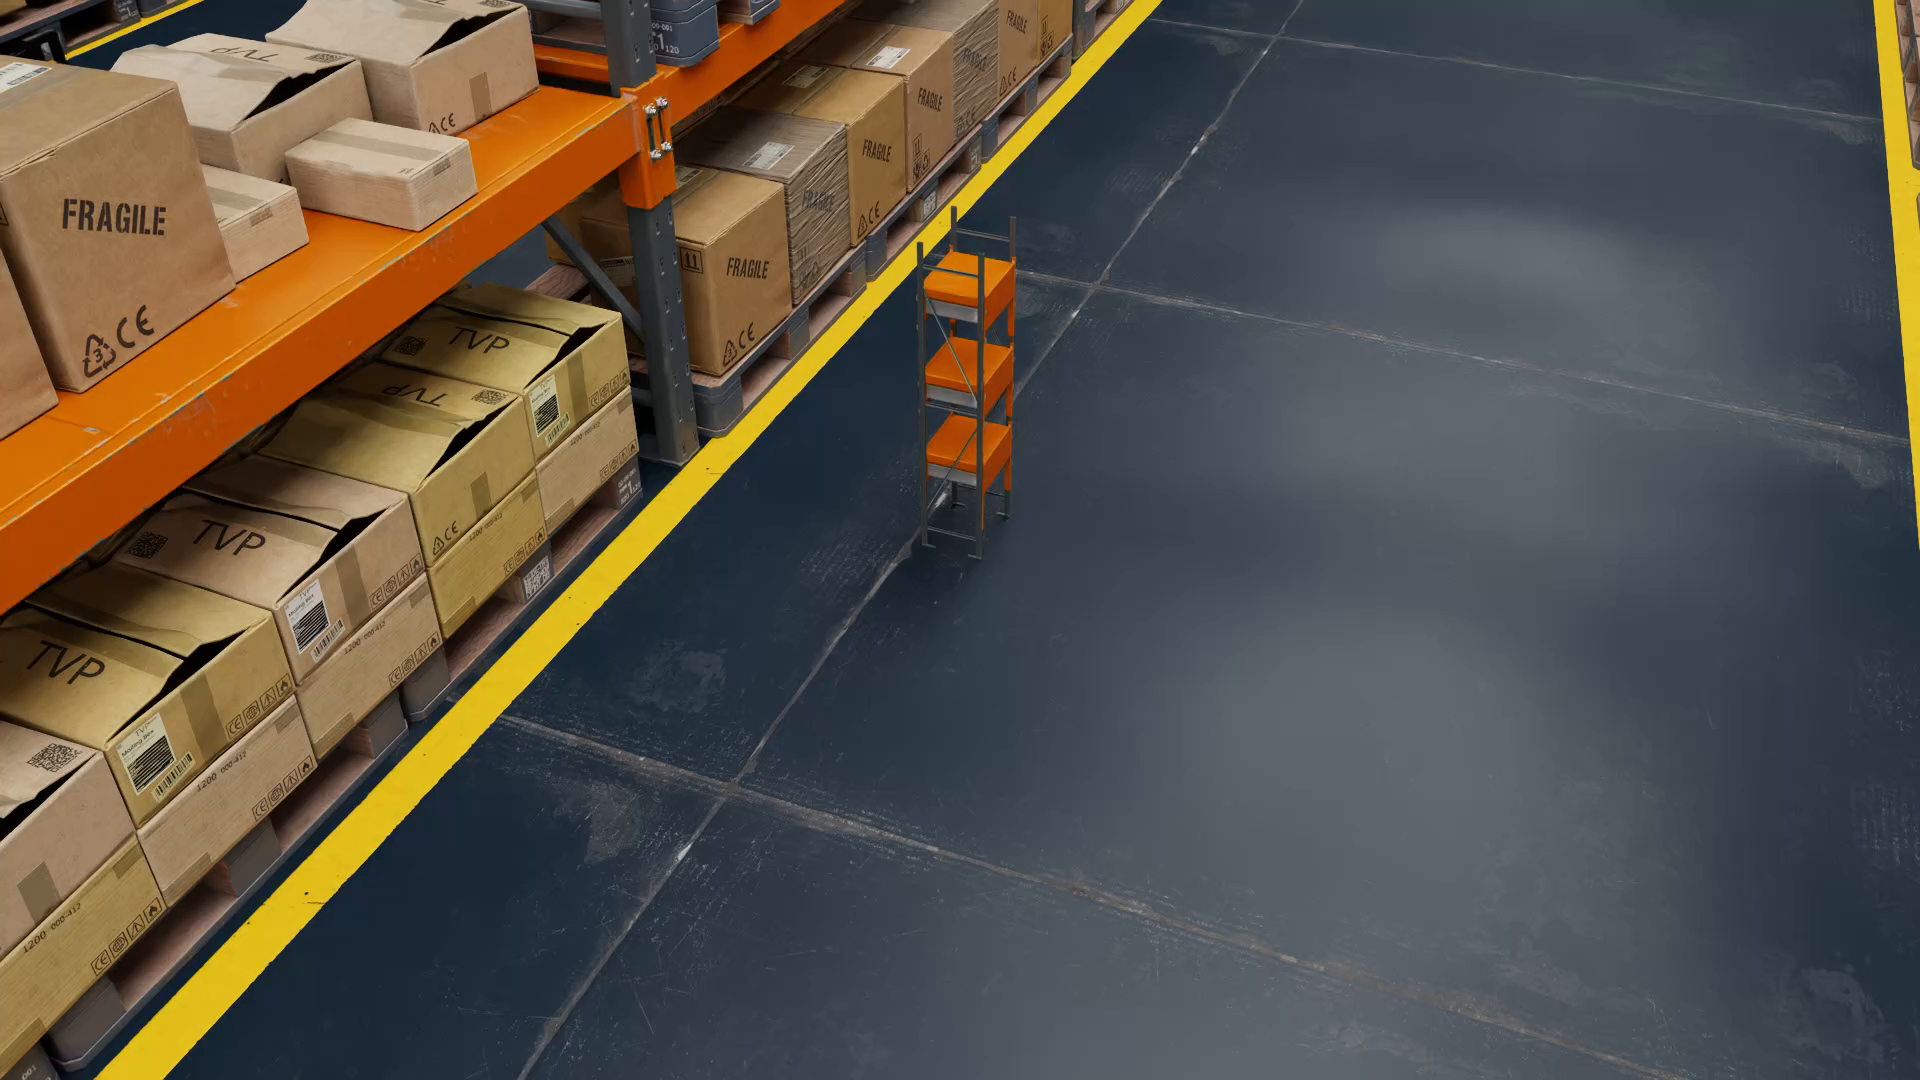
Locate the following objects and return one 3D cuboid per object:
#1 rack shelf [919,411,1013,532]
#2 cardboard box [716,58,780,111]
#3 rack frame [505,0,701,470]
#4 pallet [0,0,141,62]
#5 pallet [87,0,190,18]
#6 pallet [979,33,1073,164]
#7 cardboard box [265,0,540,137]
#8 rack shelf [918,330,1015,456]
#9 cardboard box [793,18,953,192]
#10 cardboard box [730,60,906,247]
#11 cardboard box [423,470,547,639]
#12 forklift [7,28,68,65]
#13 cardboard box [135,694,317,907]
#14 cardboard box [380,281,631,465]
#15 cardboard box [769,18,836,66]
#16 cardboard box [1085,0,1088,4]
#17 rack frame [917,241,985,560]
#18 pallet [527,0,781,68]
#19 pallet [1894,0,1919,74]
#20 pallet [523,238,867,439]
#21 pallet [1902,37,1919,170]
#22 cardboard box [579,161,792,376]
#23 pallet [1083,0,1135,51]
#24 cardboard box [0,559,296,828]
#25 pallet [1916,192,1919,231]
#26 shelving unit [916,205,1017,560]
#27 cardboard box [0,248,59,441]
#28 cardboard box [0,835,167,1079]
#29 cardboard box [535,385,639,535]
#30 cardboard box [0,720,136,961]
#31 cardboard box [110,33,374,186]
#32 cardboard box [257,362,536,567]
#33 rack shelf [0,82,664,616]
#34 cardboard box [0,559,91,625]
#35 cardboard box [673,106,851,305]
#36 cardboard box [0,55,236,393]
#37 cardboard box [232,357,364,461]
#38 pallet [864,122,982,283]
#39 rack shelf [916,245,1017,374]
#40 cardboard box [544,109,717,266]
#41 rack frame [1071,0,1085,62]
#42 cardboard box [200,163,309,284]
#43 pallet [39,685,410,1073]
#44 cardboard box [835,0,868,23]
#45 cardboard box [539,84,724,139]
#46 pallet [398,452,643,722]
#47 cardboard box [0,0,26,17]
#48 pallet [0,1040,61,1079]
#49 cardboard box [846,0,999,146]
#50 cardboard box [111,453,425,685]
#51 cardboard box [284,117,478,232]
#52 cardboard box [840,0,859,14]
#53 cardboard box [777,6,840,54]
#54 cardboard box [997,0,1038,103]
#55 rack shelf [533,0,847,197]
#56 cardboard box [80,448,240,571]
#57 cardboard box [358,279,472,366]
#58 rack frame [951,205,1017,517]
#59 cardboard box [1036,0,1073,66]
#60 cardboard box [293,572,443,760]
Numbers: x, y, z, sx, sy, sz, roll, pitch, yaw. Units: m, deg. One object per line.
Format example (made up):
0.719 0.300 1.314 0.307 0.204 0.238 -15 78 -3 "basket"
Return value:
0.020 -0.219 5.148 0.215 0.259 0.240 14 39 18 "rack shelf"
-1.033 -1.618 6.630 0.500 0.500 0.500 12 39 16 "cardboard box"
-1.369 -1.586 4.866 1.000 3.000 0.127 14 39 18 "rack frame"
-5.116 -2.687 8.669 1.003 0.211 1.213 14 39 18 "pallet"
-4.653 -3.365 9.576 1.003 0.211 1.213 14 39 18 "pallet"
-0.121 -2.224 8.050 1.003 0.211 1.213 14 39 18 "pallet"
-1.547 -1.358 4.636 0.500 0.311 0.500 16 40 21 "cardboard box"
0.020 -0.442 4.982 0.215 0.259 0.240 14 39 18 "rack shelf"
-0.348 -1.805 6.880 0.500 0.500 0.500 13 39 16 "cardboard box"
-0.542 -1.515 6.492 0.500 0.500 0.500 13 39 17 "cardboard box"
-1.536 -0.019 4.716 0.500 0.250 0.500 13 39 17 "cardboard box"
-3.339 -1.564 4.895 1.130 2.935 3.031 13 39 16 "forklift"
-1.923 0.544 3.963 0.500 0.250 0.500 15 39 19 "cardboard box"
-1.340 -0.531 4.932 0.500 0.311 0.500 15 39 19 "cardboard box"
-0.839 -1.910 7.021 0.500 0.500 0.500 12 39 16 "cardboard box"
0.513 -3.083 8.747 0.500 0.311 0.500 14 39 18 "cardboard box"
-0.026 -0.383 4.885 0.200 1.050 0.008 14 39 18 "rack frame"
-1.176 -1.900 5.447 1.213 0.211 1.003 14 39 18 "pallet"
5.439 -2.647 8.615 1.003 0.211 1.213 14 39 18 "pallet"
-1.050 -0.873 6.242 1.003 0.211 1.213 14 39 18 "pallet"
4.977 -1.969 7.708 1.003 0.211 1.213 14 39 18 "pallet"
-0.931 -0.947 5.733 0.500 0.500 0.500 15 39 20 "cardboard box"
0.416 -3.063 9.172 1.003 0.211 1.213 14 39 18 "pallet"
-1.919 0.314 3.802 0.500 0.311 0.500 15 39 19 "cardboard box"
4.401 -1.135 6.592 1.003 0.211 1.213 14 39 18 "pallet"
0.020 -0.450 4.975 0.215 1.050 0.252 14 39 18 "shelving unit"
-2.192 -0.401 3.198 0.500 0.500 0.500 14 39 18 "cardboard box"
-2.118 0.825 3.586 0.500 0.250 0.500 13 39 16 "cardboard box"
-1.343 -0.306 5.099 0.500 0.250 0.500 15 39 19 "cardboard box"
-2.112 0.603 3.416 0.500 0.311 0.500 13 39 16 "cardboard box"
-1.888 -1.099 4.289 0.500 0.311 0.500 13 39 17 "cardboard box"
-1.532 -0.242 4.545 0.500 0.311 0.500 13 39 17 "cardboard box"
-2.130 -0.190 3.600 1.077 0.370 4.000 14 39 18 "rack shelf"
-2.423 0.205 3.947 0.500 0.311 0.500 13 39 17 "cardboard box"
-0.737 -1.239 6.122 0.500 0.500 0.500 12 39 16 "cardboard box"
-1.992 -0.693 3.588 0.500 0.500 0.500 12 38 15 "cardboard box"
-2.032 -0.361 4.705 0.500 0.311 0.500 13 39 17 "cardboard box"
-0.584 -1.546 7.143 1.003 0.211 1.213 14 39 18 "pallet"
0.020 -0.669 4.812 0.215 0.259 0.240 14 39 18 "rack shelf"
-1.230 -1.332 6.247 0.500 0.500 0.500 15 39 20 "cardboard box"
0.153 -3.800 7.829 1.000 3.000 0.127 14 39 18 "rack frame"
-1.802 -0.766 3.979 0.380 0.149 0.250 17 40 21 "cardboard box"
-2.184 0.651 4.202 1.003 0.211 1.213 14 39 18 "pallet"
-0.646 -2.190 7.395 0.500 0.500 0.500 14 39 18 "cardboard box"
-1.212 -1.664 6.065 0.500 0.250 0.500 15 39 19 "cardboard box"
-1.718 -0.022 5.103 1.003 0.211 1.213 14 39 18 "pallet"
-5.211 -2.880 8.042 0.750 0.750 0.750 14 39 18 "cardboard box"
-2.646 1.329 3.295 1.003 0.211 1.213 14 39 18 "pallet"
-0.156 -2.087 7.258 0.500 0.500 0.500 14 39 18 "cardboard box"
-1.727 0.037 4.172 0.500 0.311 0.500 14 39 17 "cardboard box"
-1.455 -0.924 4.191 0.380 0.149 0.250 14 39 18 "cardboard box"
-0.637 -2.510 7.196 0.500 0.250 0.500 14 39 18 "cardboard box"
-0.827 -2.232 6.824 0.500 0.250 0.500 13 39 17 "cardboard box"
0.035 -2.365 7.629 0.500 0.500 0.500 14 39 18 "cardboard box"
-0.608 -2.405 6.563 1.077 0.370 4.000 14 39 18 "rack shelf"
-2.228 -0.079 4.328 0.500 0.311 0.500 13 39 17 "cardboard box"
-1.839 -0.654 5.097 0.500 0.311 0.500 15 39 19 "cardboard box"
0.067 -0.518 5.066 0.200 1.050 0.008 14 39 18 "rack frame"
0.231 -2.637 7.993 0.500 0.500 0.500 14 39 17 "cardboard box"
-1.730 0.258 4.345 0.500 0.250 0.500 15 39 19 "cardboard box"
